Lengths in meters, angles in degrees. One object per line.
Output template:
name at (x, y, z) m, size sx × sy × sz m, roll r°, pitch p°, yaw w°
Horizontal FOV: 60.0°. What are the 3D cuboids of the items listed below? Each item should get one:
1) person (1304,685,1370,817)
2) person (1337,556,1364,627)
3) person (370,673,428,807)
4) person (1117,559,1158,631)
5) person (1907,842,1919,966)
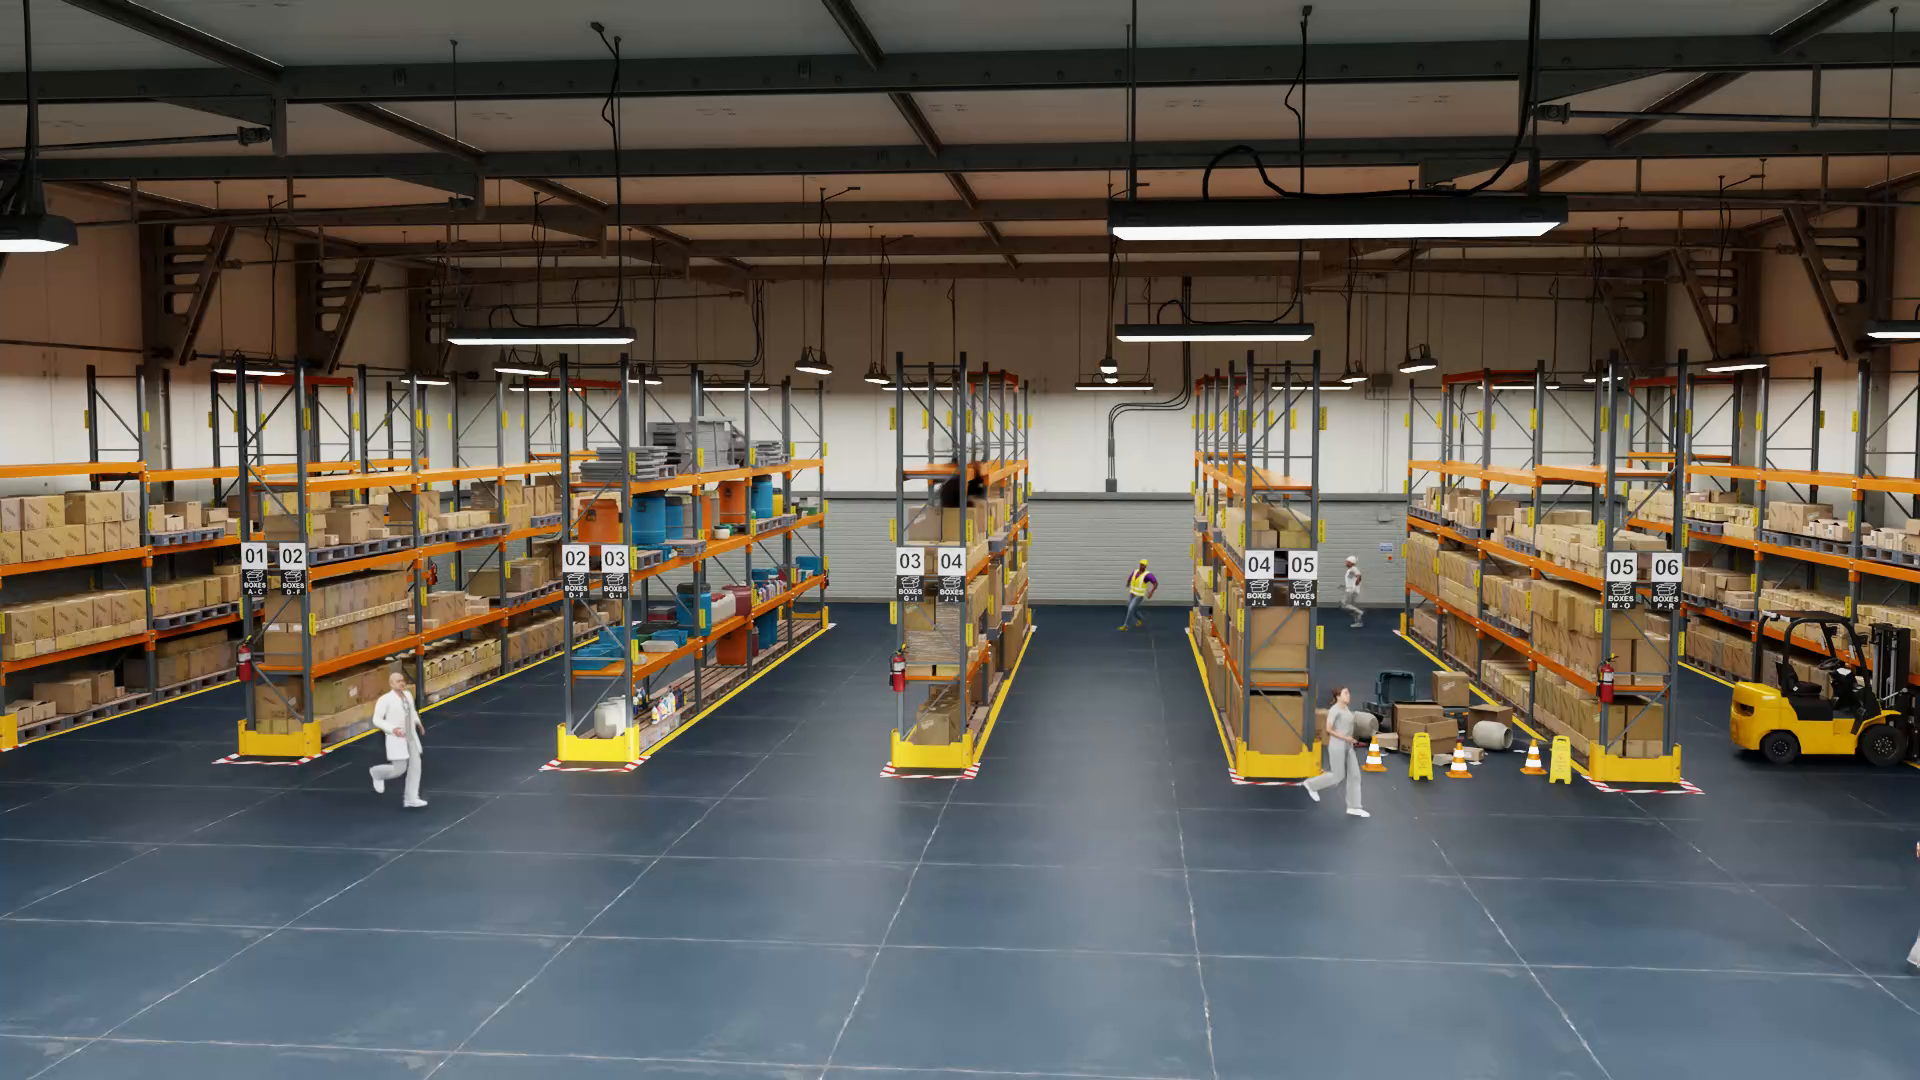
person at (4.834, 2.679, 21.246) m, size 0.901 × 1.639 × 0.571 m, roll 4°, pitch 5°, yaw 41°
person at (9.504, 1.260, 40.501) m, size 0.653 × 1.735 × 0.719 m, roll 1°, pitch 4°, yaw 14°
person at (-7.291, 2.604, 21.697) m, size 0.926 × 1.747 × 0.724 m, roll 2°, pitch 5°, yaw 31°
person at (4.194, 1.313, 39.654) m, size 0.935 × 1.714 × 0.760 m, roll -3°, pitch 5°, yaw -36°
person at (8.908, 3.121, 14.875) m, size 0.545 × 1.751 × 0.713 m, roll -4°, pitch 5°, yaw -41°
